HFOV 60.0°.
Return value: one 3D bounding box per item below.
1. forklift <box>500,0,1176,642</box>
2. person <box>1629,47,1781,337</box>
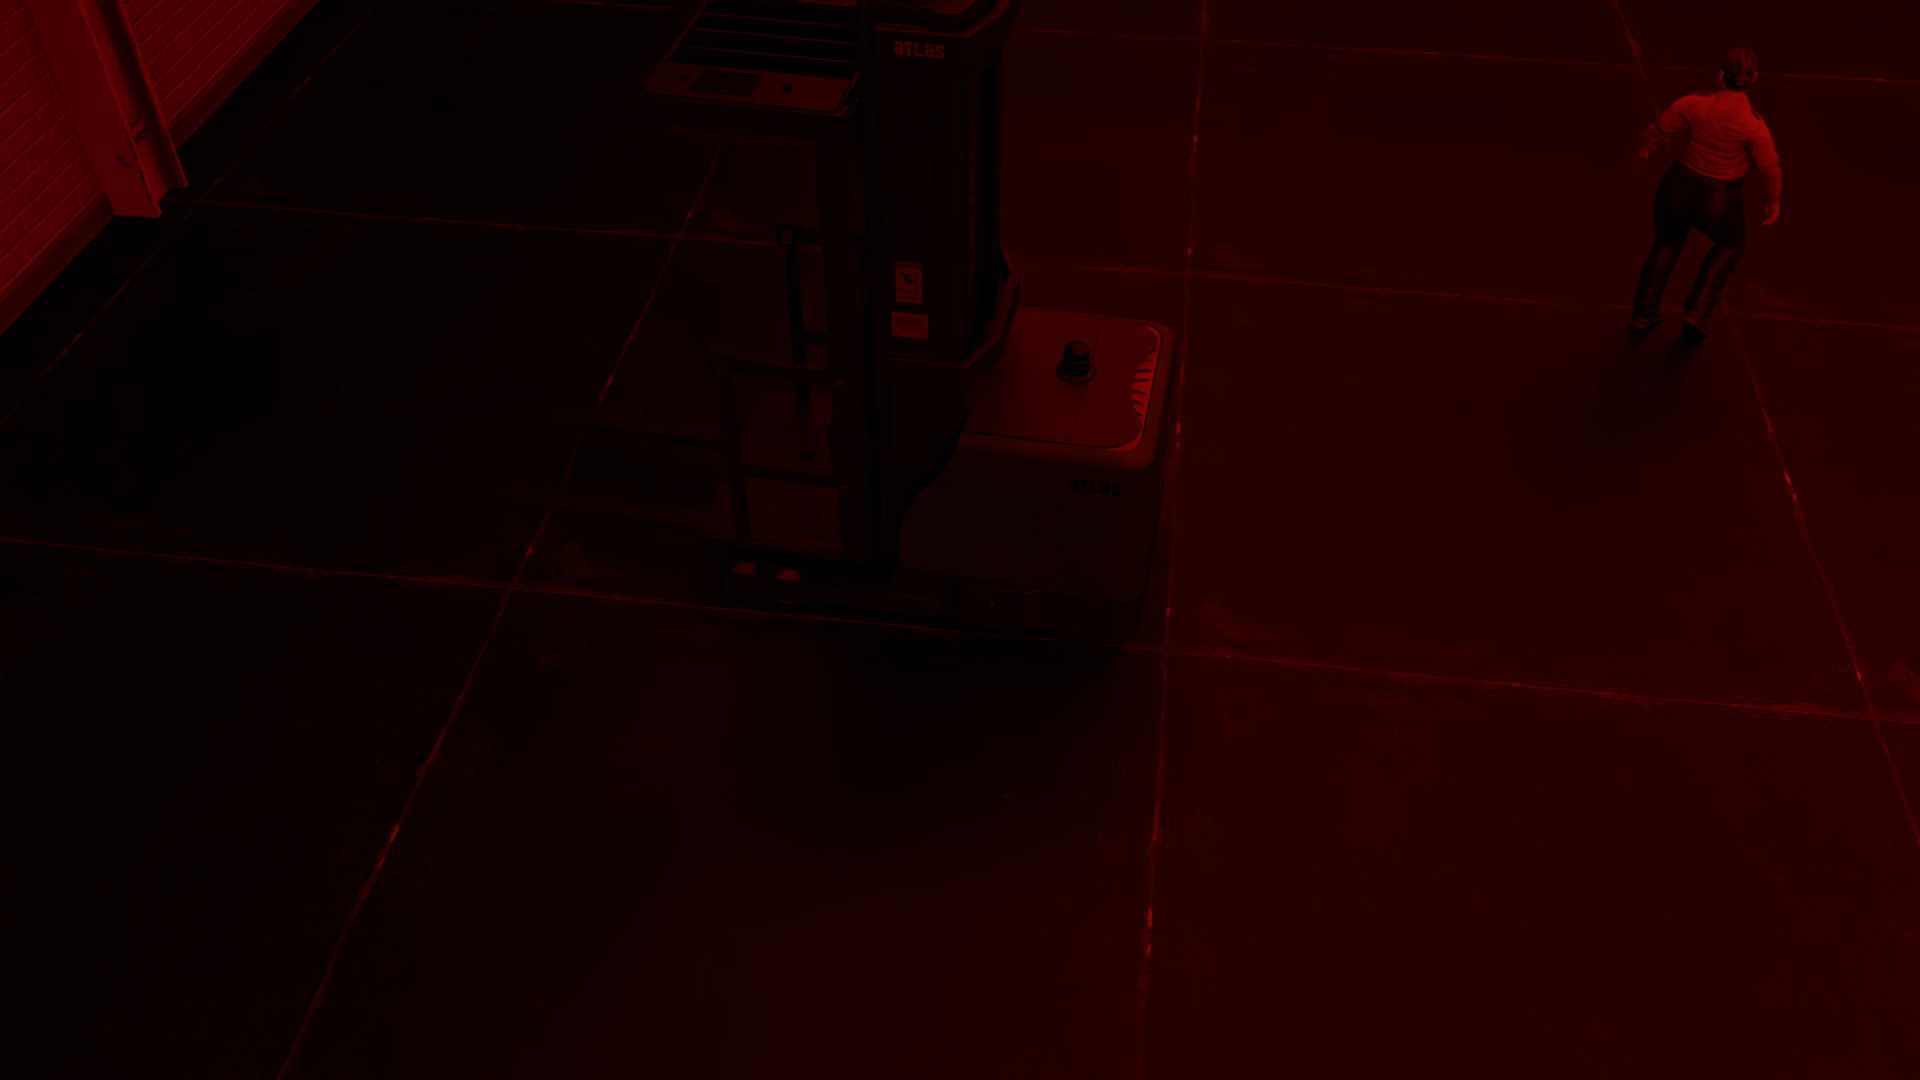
[{"bbox_3d":[-0.604,-1.131,6.955,3.031,2.935,1.130,8,43,9],"label":"forklift"},{"bbox_3d":[3.851,-1.804,8.687,0.463,1.659,0.785,-34,52,-31],"label":"person"}]
